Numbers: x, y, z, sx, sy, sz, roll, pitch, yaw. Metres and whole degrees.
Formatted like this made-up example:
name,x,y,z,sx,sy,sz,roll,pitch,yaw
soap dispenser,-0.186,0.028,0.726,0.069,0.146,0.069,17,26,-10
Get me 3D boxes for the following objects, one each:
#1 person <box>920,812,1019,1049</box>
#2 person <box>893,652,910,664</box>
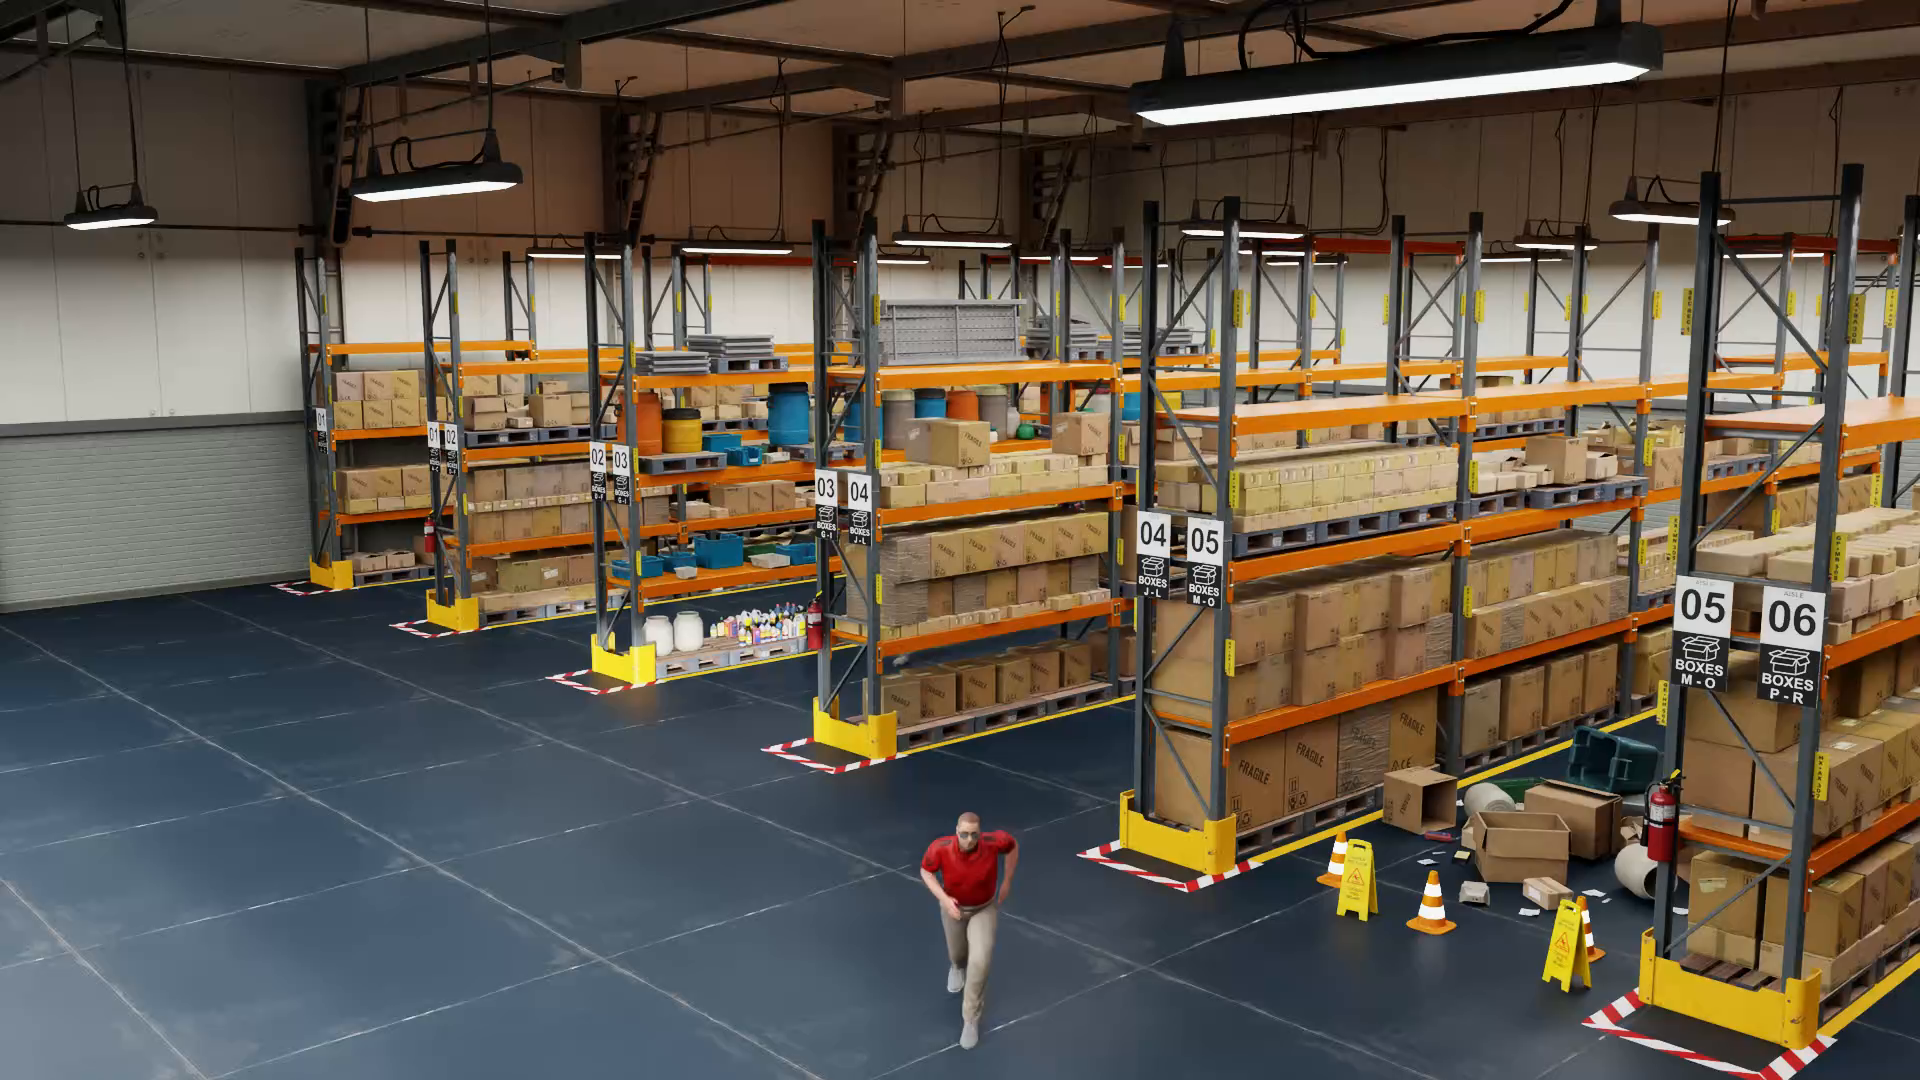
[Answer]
name,x,y,z,sx,sy,sz,roll,pitch,yaw
person,0.058,2.653,11.895,0.703,1.694,1.020,-1,8,-5
person,-0.928,0.922,23.093,0.639,1.696,0.730,5,10,32
